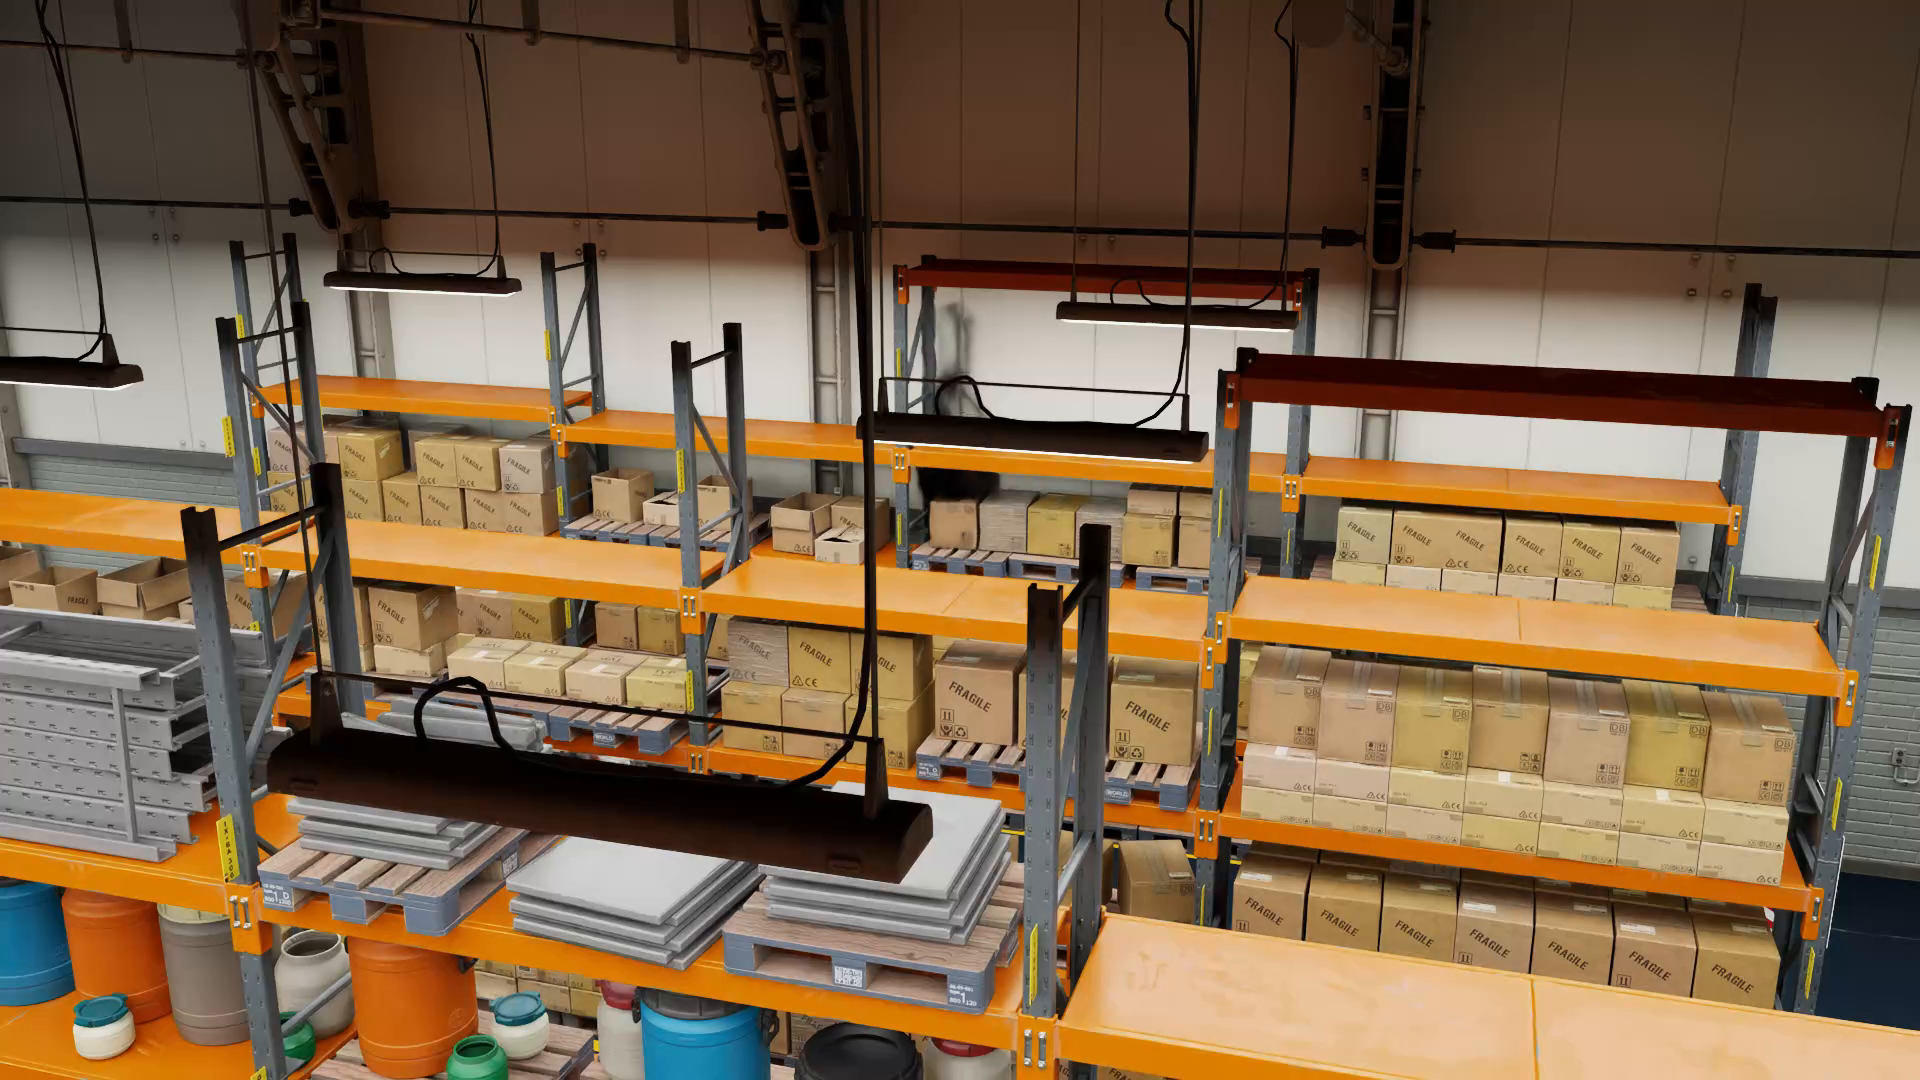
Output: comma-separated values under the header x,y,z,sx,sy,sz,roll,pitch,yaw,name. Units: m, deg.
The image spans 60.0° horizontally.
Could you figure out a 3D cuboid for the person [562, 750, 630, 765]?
x,y,z,sx,sy,sz,roll,pitch,yaw,name
-3.687,2.507,17.210,0.980,1.622,0.701,4,17,14,person
